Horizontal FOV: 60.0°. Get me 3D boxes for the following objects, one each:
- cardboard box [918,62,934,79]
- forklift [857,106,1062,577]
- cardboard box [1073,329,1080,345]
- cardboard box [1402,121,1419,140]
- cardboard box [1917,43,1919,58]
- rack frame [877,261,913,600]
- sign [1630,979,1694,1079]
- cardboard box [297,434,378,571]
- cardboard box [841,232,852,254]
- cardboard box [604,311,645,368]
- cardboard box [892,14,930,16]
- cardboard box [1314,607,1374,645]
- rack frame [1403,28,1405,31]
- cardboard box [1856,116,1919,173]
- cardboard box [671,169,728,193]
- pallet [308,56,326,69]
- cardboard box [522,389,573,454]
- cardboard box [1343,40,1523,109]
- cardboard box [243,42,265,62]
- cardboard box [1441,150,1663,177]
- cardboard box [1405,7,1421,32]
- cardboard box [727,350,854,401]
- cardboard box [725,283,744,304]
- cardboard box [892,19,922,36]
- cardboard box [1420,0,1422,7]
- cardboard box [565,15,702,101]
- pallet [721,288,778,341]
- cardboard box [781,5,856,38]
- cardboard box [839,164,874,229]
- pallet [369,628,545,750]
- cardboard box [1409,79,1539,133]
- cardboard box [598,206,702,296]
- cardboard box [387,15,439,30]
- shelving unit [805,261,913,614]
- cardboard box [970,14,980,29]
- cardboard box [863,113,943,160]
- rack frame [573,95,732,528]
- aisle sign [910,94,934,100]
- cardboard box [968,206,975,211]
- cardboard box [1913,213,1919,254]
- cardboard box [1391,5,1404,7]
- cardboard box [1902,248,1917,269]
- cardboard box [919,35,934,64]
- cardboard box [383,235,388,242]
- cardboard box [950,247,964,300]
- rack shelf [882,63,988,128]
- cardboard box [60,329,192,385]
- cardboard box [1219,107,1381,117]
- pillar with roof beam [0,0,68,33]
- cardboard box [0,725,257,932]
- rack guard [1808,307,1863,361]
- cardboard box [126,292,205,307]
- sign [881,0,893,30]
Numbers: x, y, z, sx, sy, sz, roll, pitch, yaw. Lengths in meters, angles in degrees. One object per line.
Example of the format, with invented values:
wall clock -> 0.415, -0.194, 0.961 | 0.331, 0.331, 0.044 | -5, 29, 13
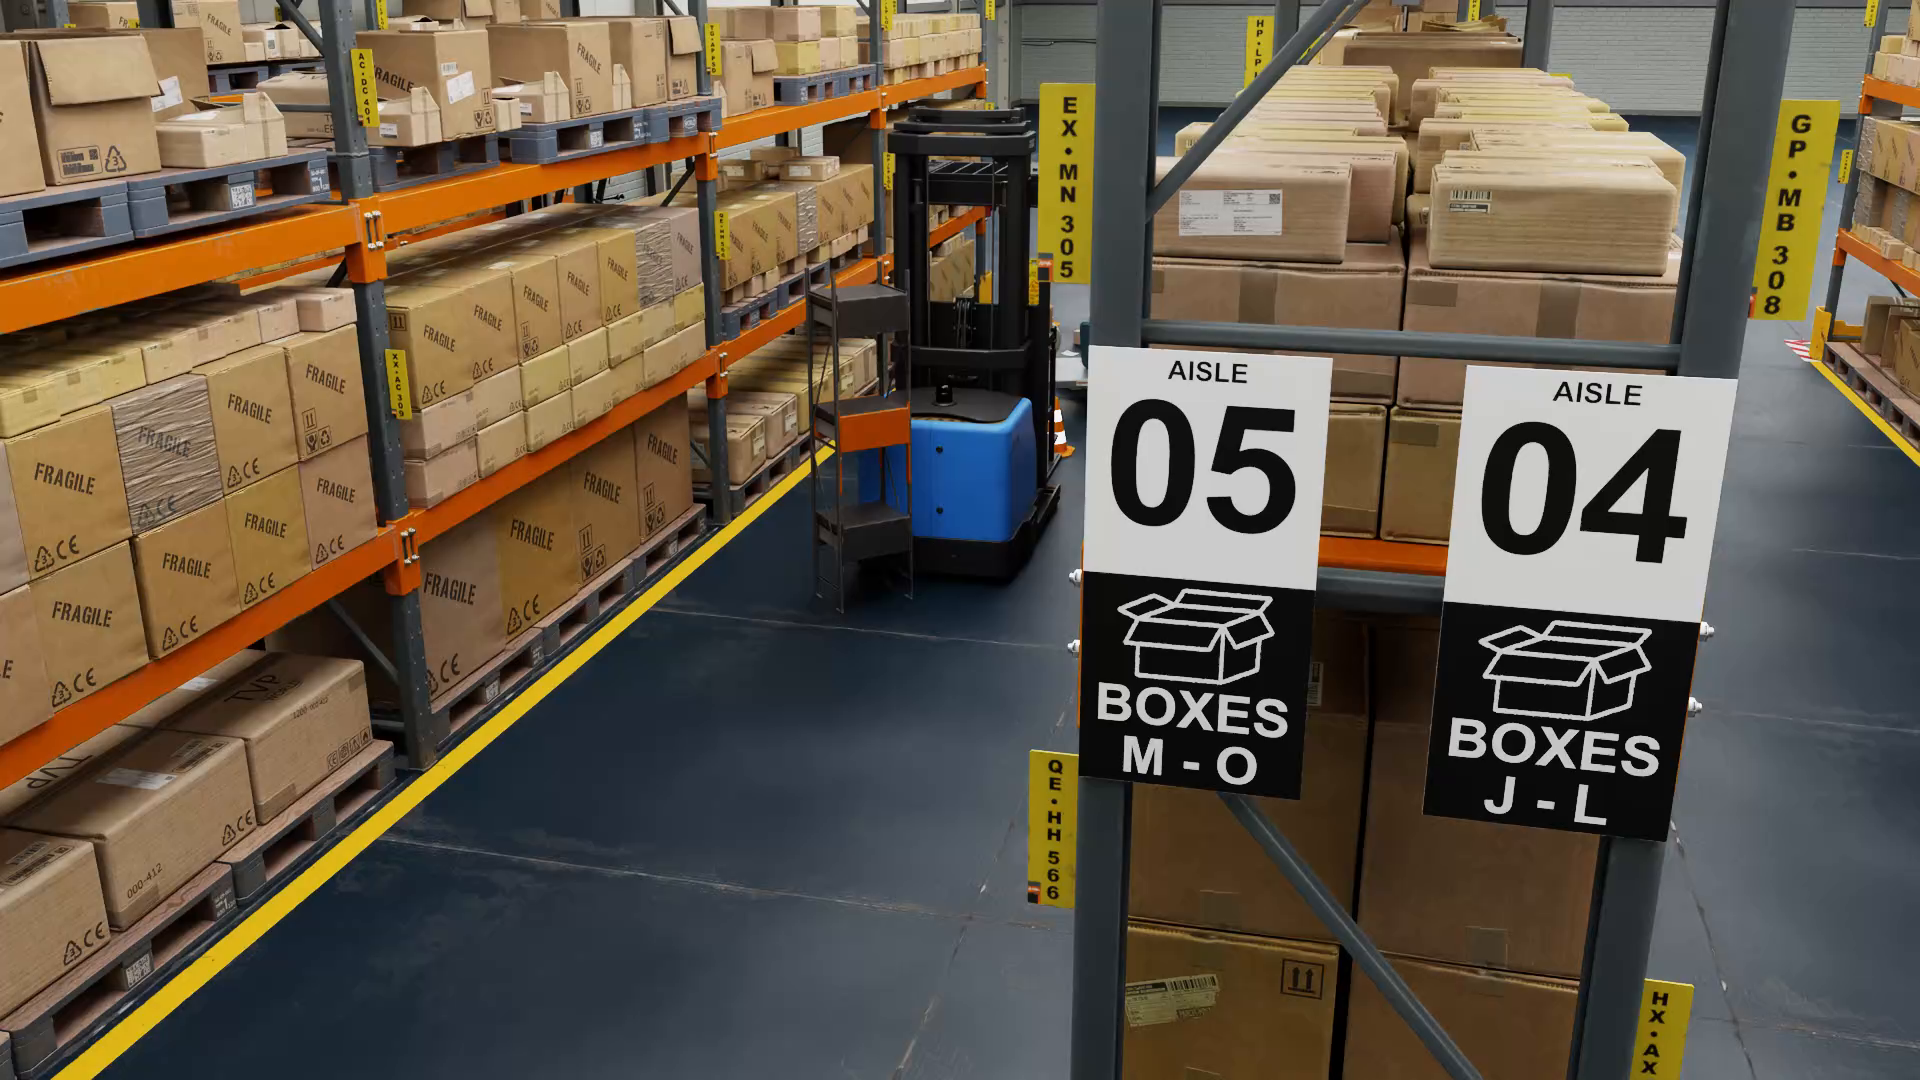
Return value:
cardboard box -> -0.466, -4.598, 16.256 | 0.380, 0.149, 0.250 | 4, 19, 12
forklift -> 0.135, -1.586, 11.796 | 1.130, 2.935, 3.031 | 4, 19, 12
cardboard box -> 1.436, -2.156, 17.771 | 0.380, 0.149, 0.250 | 17, 25, 41
cardboard box -> 1.686, -1.213, 5.417 | 0.500, 0.250, 0.500 | 4, 19, 11
cardboard box -> 8.765, -4.357, 14.778 | 0.380, 0.149, 0.250 | 4, 19, 11
rack frame -> -0.404, -0.667, 10.391 | 0.015, 2.100, 0.400 | -10, 21, -28
sign -> 1.239, 0.932, 2.980 | 0.100, 0.325, 0.005 | 5, 19, 13
cardboard box -> -3.000, -0.196, 7.466 | 0.500, 0.500, 0.500 | 5, 19, 14
cardboard box -> -1.148, -2.554, 14.262 | 0.380, 0.149, 0.250 | 4, 19, 12
cardboard box -> -2.256, -1.239, 10.132 | 0.500, 0.250, 0.500 | 4, 19, 12
cardboard box -> -0.534, -5.578, 17.892 | 0.380, 0.149, 0.250 | 5, 19, 13
cardboard box -> 0.707, 0.315, 3.962 | 0.500, 0.500, 0.500 | 4, 19, 12
rack frame -> 4.622, -6.555, 16.958 | 1.000, 3.000, 0.127 | 5, 19, 13
cardboard box -> 9.008, -3.803, 16.020 | 0.500, 0.500, 0.500 | 5, 19, 13
cardboard box -> -2.031, -2.797, 12.967 | 0.380, 0.149, 0.250 | 4, 19, 11
pallet -> -5.811, -4.860, 16.771 | 1.003, 0.211, 1.213 | 5, 19, 13
cardboard box -> -2.505, -0.682, 9.276 | 0.500, 0.250, 0.500 | 4, 19, 13
cardboard box -> 1.889, -1.731, 6.669 | 0.700, 0.500, 0.500 | 5, 19, 13
cardboard box -> -6.157, -4.149, 14.137 | 0.380, 0.149, 0.250 | 4, 19, 13
cardboard box -> 1.092, -0.637, 3.113 | 0.380, 0.149, 0.250 | 5, 20, 16
cardboard box -> 4.527, -4.962, 15.902 | 0.500, 0.250, 0.500 | 5, 19, 13
cardboard box -> -1.478, -1.387, 14.523 | 0.950, 0.372, 0.625 | 6, 20, 17
cardboard box -> -1.796, -1.821, 12.117 | 0.380, 0.149, 0.250 | 3, 19, 10
cardboard box -> -0.576, -4.901, 15.909 | 0.380, 0.149, 0.250 | 4, 19, 12
cardboard box -> 4.558, -5.109, 15.716 | 0.380, 0.149, 0.250 | 4, 19, 13
cardboard box -> -2.103, -3.105, 10.688 | 0.797, 0.503, 0.637 | 3, 19, 10
pallet -> -2.086, -1.709, 12.347 | 1.213, 0.211, 1.003 | 5, 19, 13
cardboard box -> -1.198, -4.414, 14.138 | 0.500, 0.250, 0.500 | 5, 20, 15
cardboard box -> -1.070, -3.046, 14.699 | 0.500, 0.500, 0.500 | 4, 19, 12
pallet -> -3.019, 0.757, 9.144 | 1.003, 0.211, 1.213 | 5, 19, 13
cardboard box -> 1.627, -1.373, 5.267 | 0.380, 0.149, 0.250 | 5, 20, 15
cardboard box -> -2.030, -1.906, 10.925 | 0.500, 0.500, 0.500 | 4, 19, 12
cardboard box -> -5.555, -5.078, 16.605 | 0.500, 0.311, 0.500 | 5, 20, 15
shelving unit -> -0.616, -0.627, 10.276 | 0.503, 2.100, 0.431 | -10, 21, -28
cardboard box -> 0.001, -5.624, 18.027 | 0.380, 0.149, 0.250 | 5, 19, 14
cardboard box -> -0.567, -3.917, 16.354 | 0.700, 0.500, 0.500 | 4, 19, 12
rack frame -> -2.157, -1.568, 11.638 | 1.000, 3.000, 0.127 | 5, 19, 13
aisle sign -> -0.488, -5.350, 18.687 | 0.394, 0.787, 0.004 | 5, 19, 13
cardboard box -> -0.041, -3.734, 18.369 | 0.380, 0.149, 0.250 | 4, 19, 13
cardboard box -> 8.780, -2.682, 14.284 | 0.875, 0.500, 0.500 | 5, 19, 13
cardboard box -> 4.255, -5.321, 16.951 | 0.500, 0.250, 0.500 | 5, 19, 13
cardboard box -> 8.578, -2.480, 14.696 | 0.380, 0.149, 0.250 | 5, 19, 13
cardboard box -> -0.555, -4.746, 16.072 | 0.500, 0.250, 0.500 | 5, 19, 14
cardboard box -> -5.864, -2.963, 15.954 | 0.500, 0.250, 0.500 | 5, 20, 15
cardboard box -> -0.270, -2.892, 17.959 | 0.500, 0.500, 0.500 | 5, 20, 15
rack shelf -> -0.691, -4.528, 16.775 | 1.077, 0.370, 4.000 | 5, 19, 13
cardboard box -> -3.212, -0.707, 6.411 | 0.380, 0.149, 0.250 | 5, 19, 13
cardboard box -> 0.853, -1.001, 4.180 | 0.380, 0.149, 0.250 | 5, 20, 15
pillar with roof beam -> -3.352, -4.938, 12.222 | 9.100, 9.000, 0.400 | 5, 19, 13
cardboard box -> -3.610, 1.168, 6.941 | 0.875, 0.438, 0.875 | 4, 19, 12
rack guard -> 9.388, -2.086, 17.022 | 1.175, 0.500, 0.348 | 5, 19, 13
cardboard box -> -3.510, -0.982, 7.216 | 0.380, 0.149, 0.250 | 5, 19, 14
sign -> -0.641, -4.630, 14.551 | 0.100, 0.325, 0.005 | 5, 19, 13
